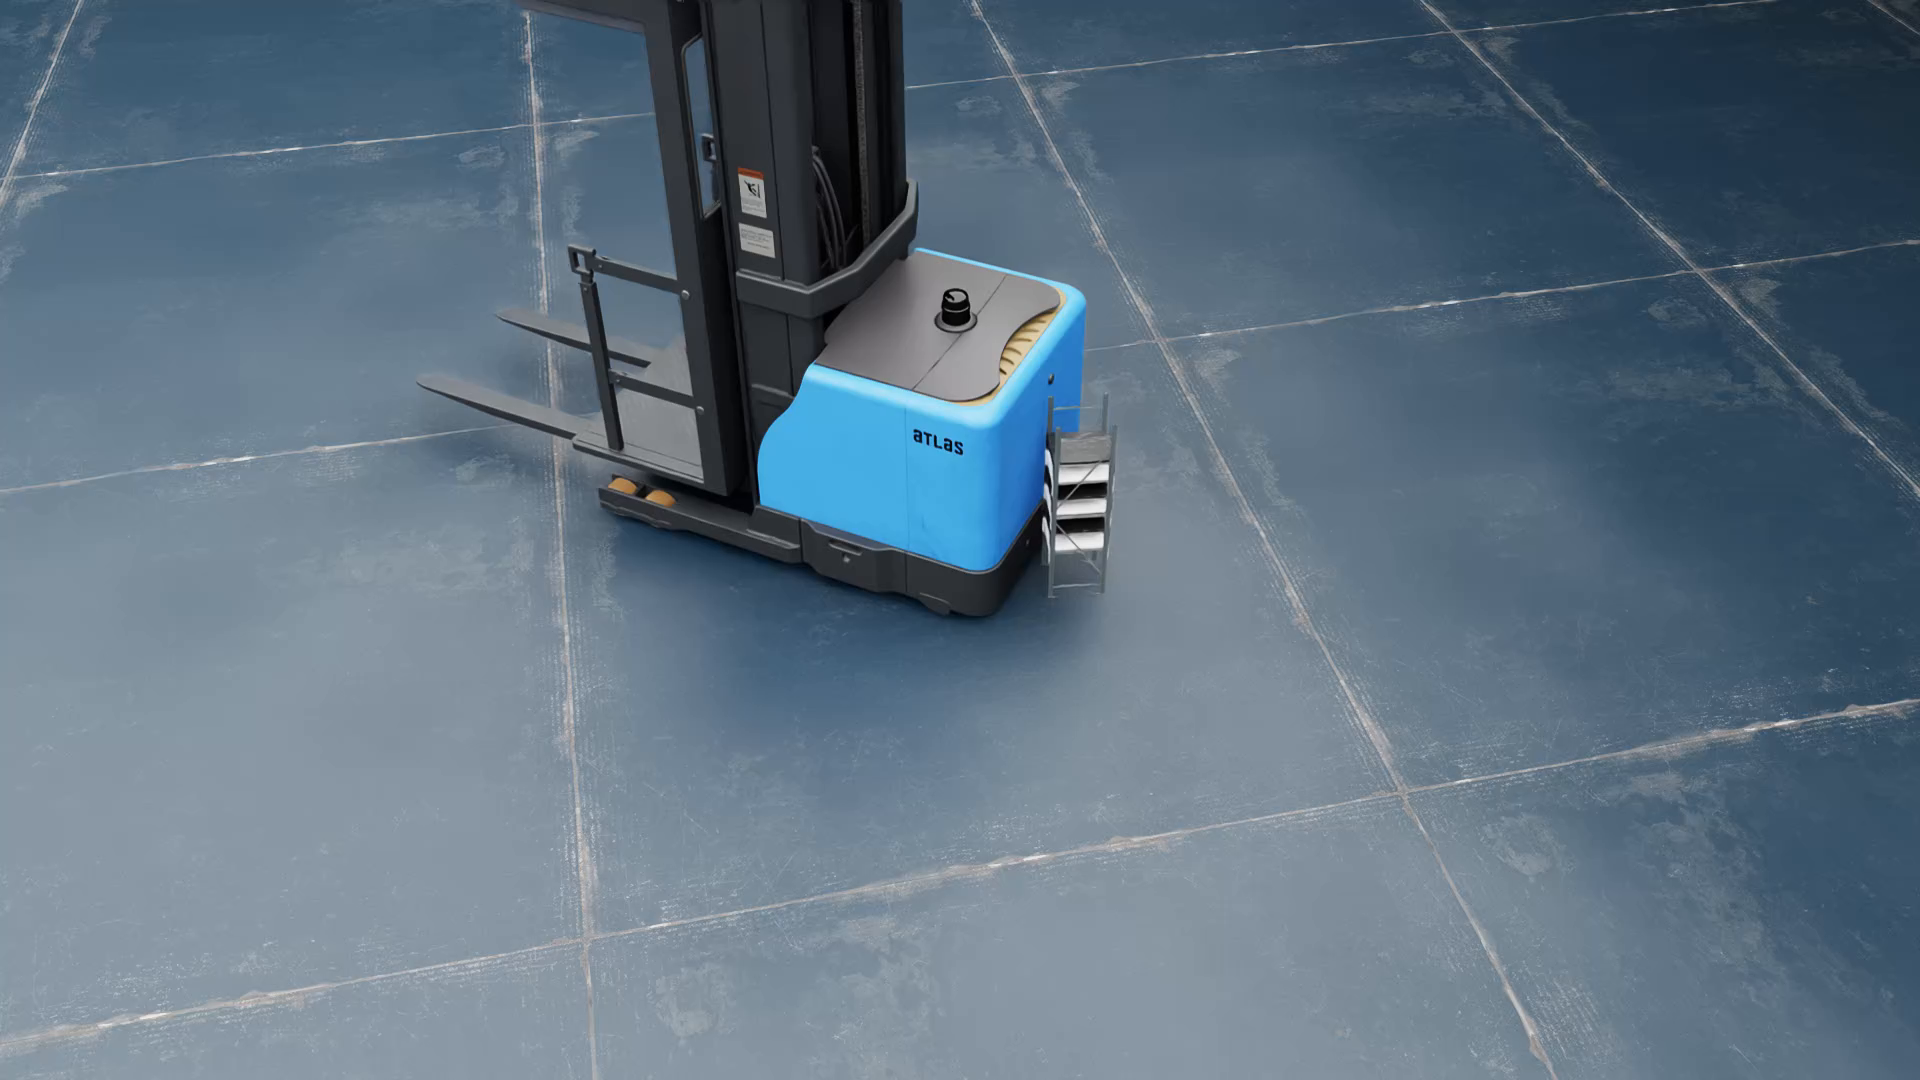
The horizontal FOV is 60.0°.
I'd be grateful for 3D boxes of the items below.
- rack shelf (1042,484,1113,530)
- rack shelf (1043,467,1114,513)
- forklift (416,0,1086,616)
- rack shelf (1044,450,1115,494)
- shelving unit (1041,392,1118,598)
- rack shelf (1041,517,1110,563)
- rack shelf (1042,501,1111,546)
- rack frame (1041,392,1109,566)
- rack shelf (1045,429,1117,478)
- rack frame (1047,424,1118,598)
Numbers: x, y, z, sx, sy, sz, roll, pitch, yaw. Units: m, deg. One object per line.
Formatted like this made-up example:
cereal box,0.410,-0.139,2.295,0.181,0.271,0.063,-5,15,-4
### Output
rack shelf,0.477,-0.143,6.784,0.258,0.077,0.200,-4,42,-4
rack shelf,0.477,-0.211,6.724,0.258,0.077,0.200,-4,42,-4
forklift,-1.028,-1.447,6.672,3.031,2.935,1.130,17,44,18
rack shelf,0.477,-0.278,6.664,0.258,0.077,0.200,-4,42,-4
shelving unit,0.477,-0.168,6.762,0.258,0.900,0.210,-4,42,-4
rack shelf,0.477,-0.009,6.903,0.258,0.077,0.200,-4,42,-4
rack shelf,0.477,-0.076,6.843,0.258,0.077,0.200,-4,42,-4
rack frame,0.467,-0.235,6.837,0.240,0.900,0.006,-4,42,-4
rack shelf,0.477,-0.345,6.604,0.258,0.077,0.200,-4,42,-4
rack frame,0.487,-0.101,6.686,0.240,0.900,0.006,-4,42,-4
